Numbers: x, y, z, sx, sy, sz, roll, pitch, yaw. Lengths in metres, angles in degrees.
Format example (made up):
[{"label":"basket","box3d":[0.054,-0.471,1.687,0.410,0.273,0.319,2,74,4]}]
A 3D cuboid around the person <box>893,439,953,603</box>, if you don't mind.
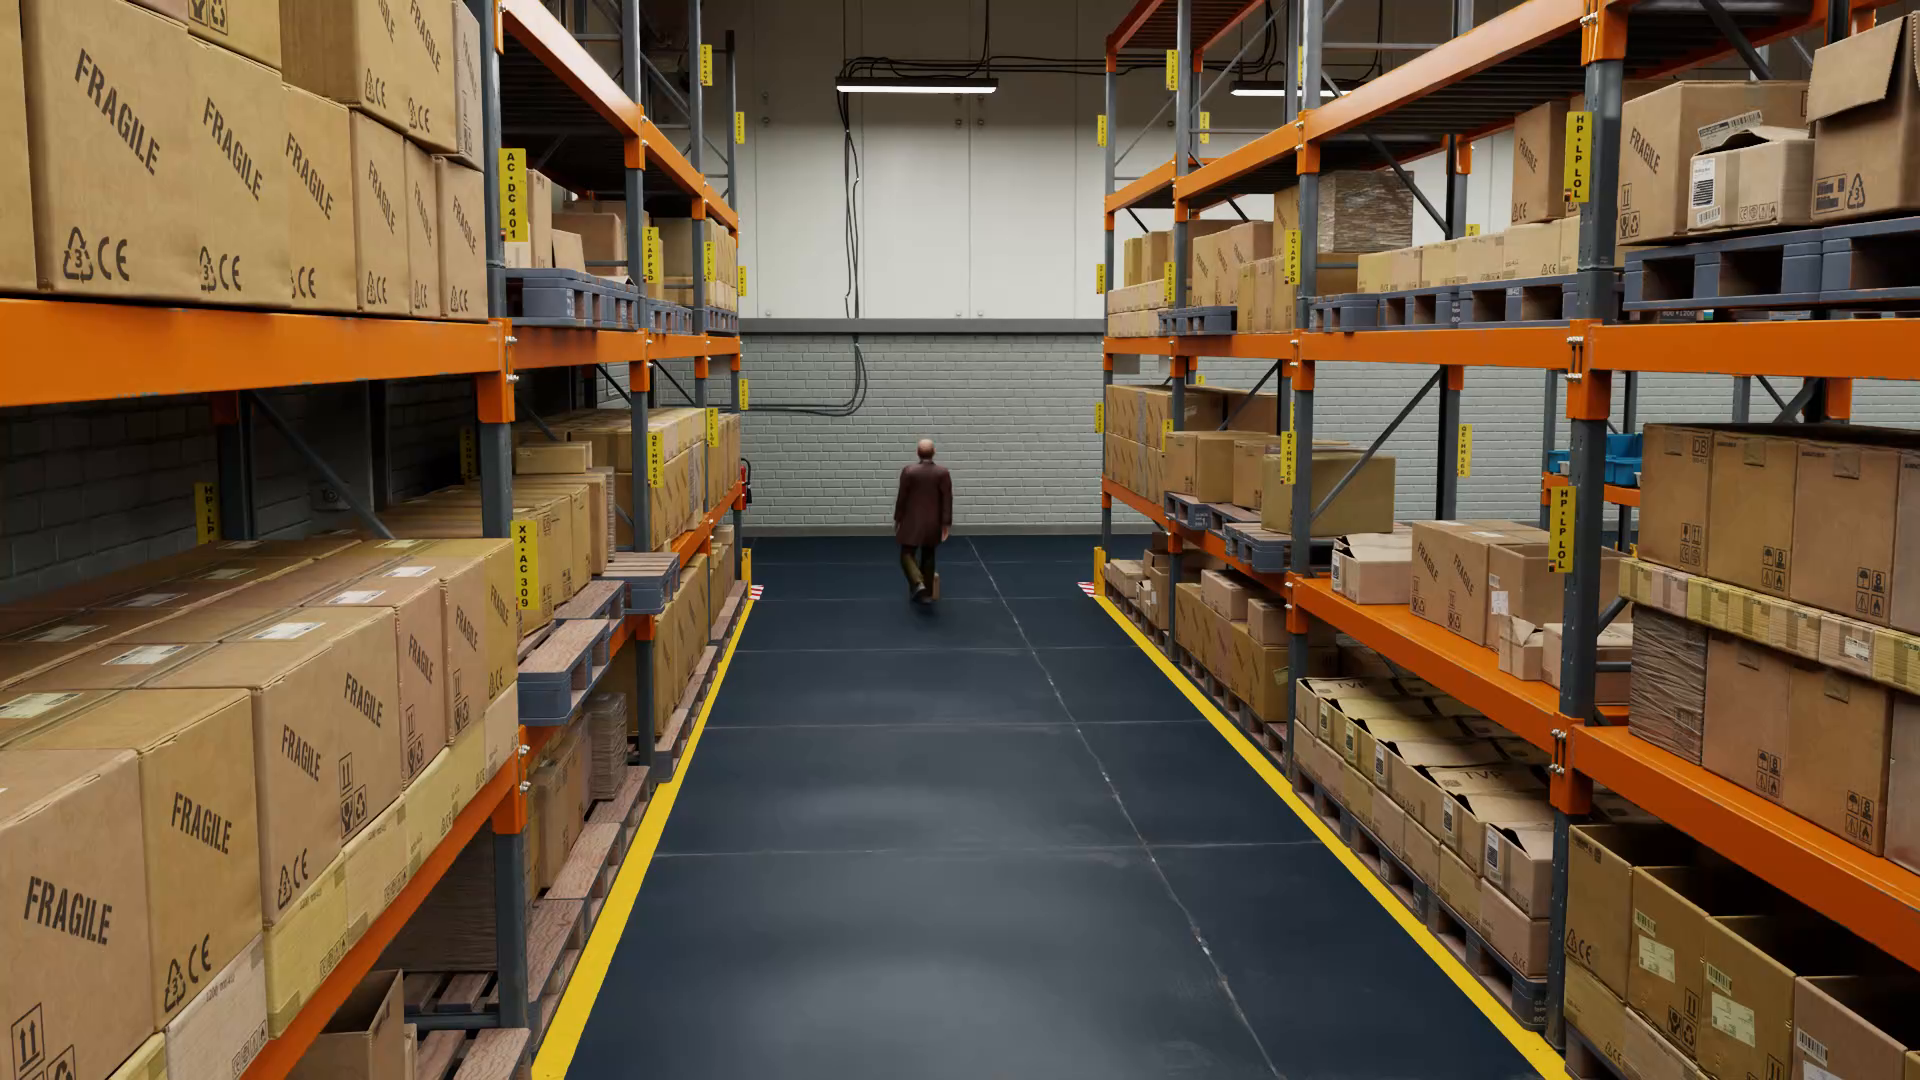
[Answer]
[{"label":"person","box3d":[-0.398,-0.187,17.326,0.581,1.750,0.918,-2,7,-19]}]
